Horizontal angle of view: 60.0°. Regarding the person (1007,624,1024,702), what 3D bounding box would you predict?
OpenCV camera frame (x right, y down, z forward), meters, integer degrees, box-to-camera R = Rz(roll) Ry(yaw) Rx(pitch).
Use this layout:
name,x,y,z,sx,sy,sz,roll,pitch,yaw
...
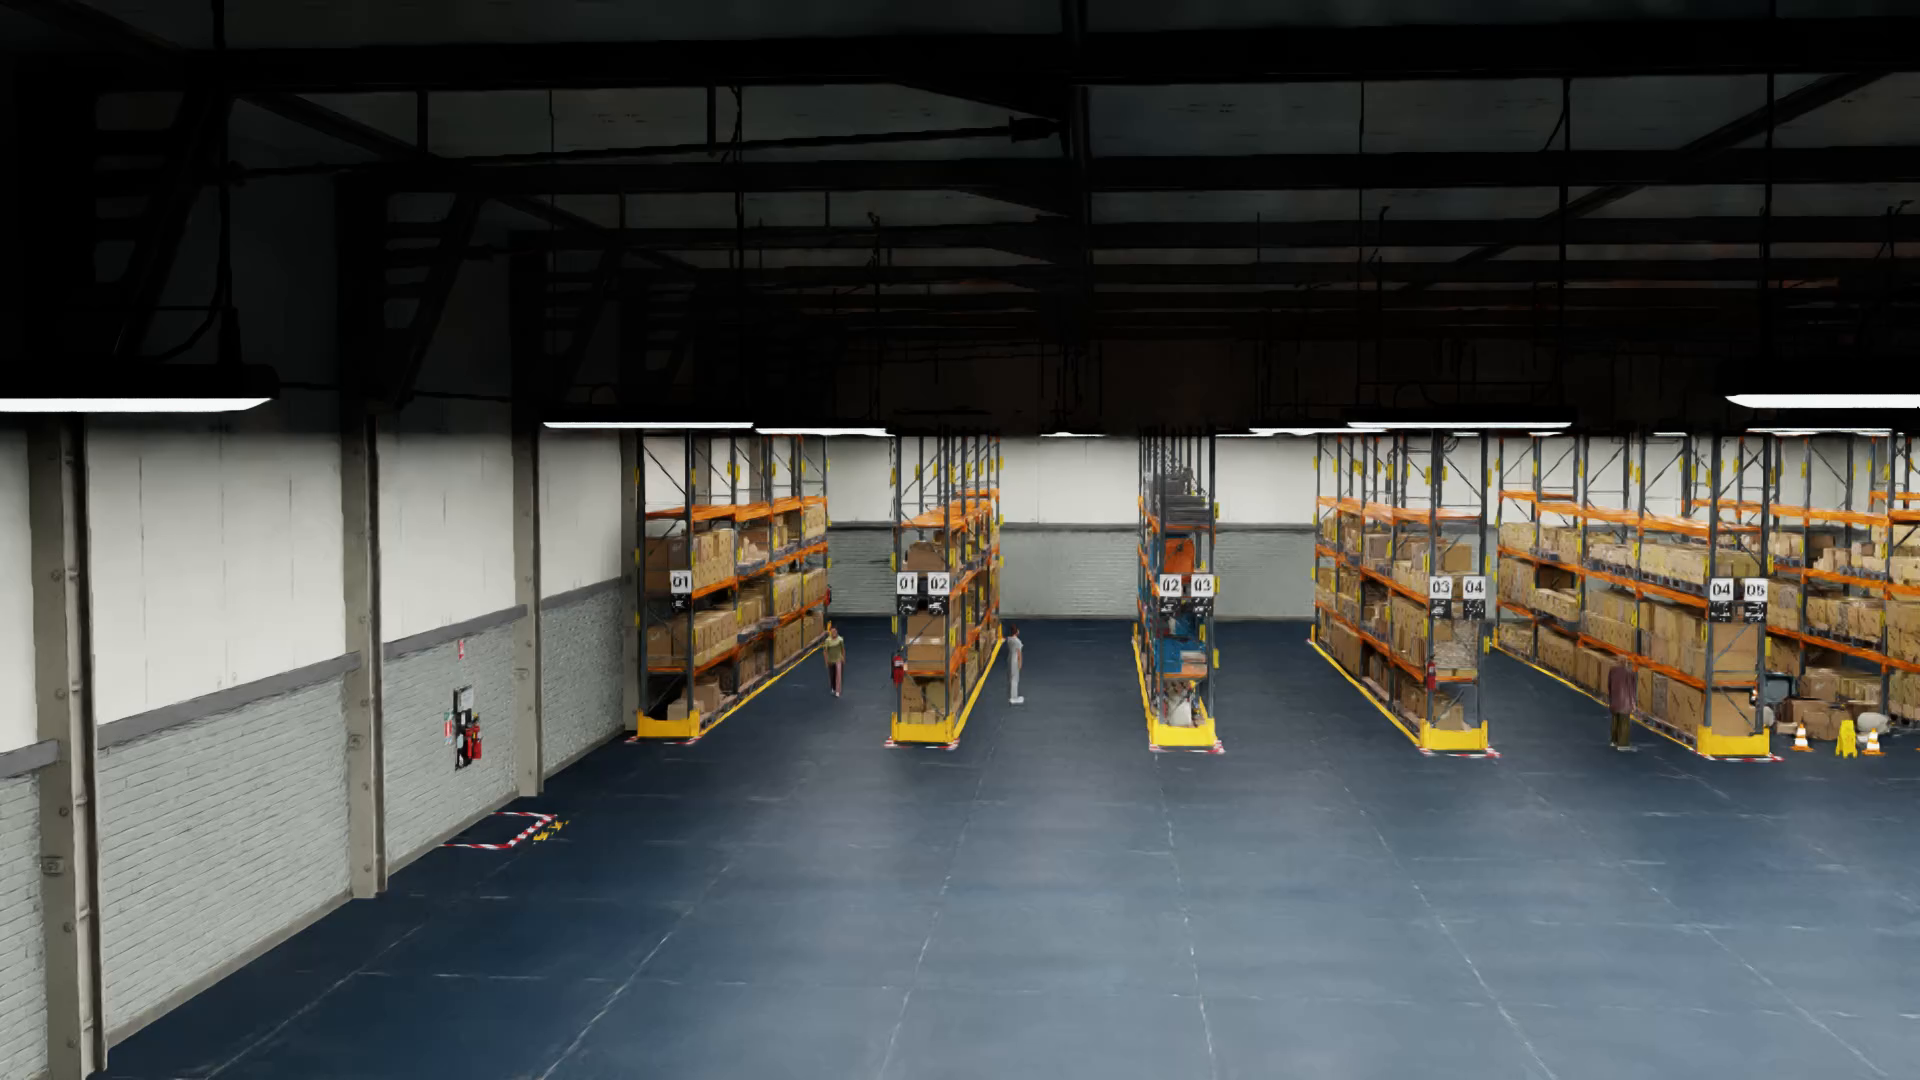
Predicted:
name,x,y,z,sx,sy,sz,roll,pitch,yaw
person,1.224,2.670,36.184,0.432,1.677,0.496,-2,4,-26

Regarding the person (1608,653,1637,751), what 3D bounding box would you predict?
name,x,y,z,sx,sy,sz,roll,pitch,yaw
person,12.195,2.954,30.559,0.505,1.783,0.632,-2,4,-26

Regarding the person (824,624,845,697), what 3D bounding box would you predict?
name,x,y,z,sx,sy,sz,roll,pitch,yaw
person,-2.799,2.659,36.883,0.451,1.585,1.097,0,3,3
